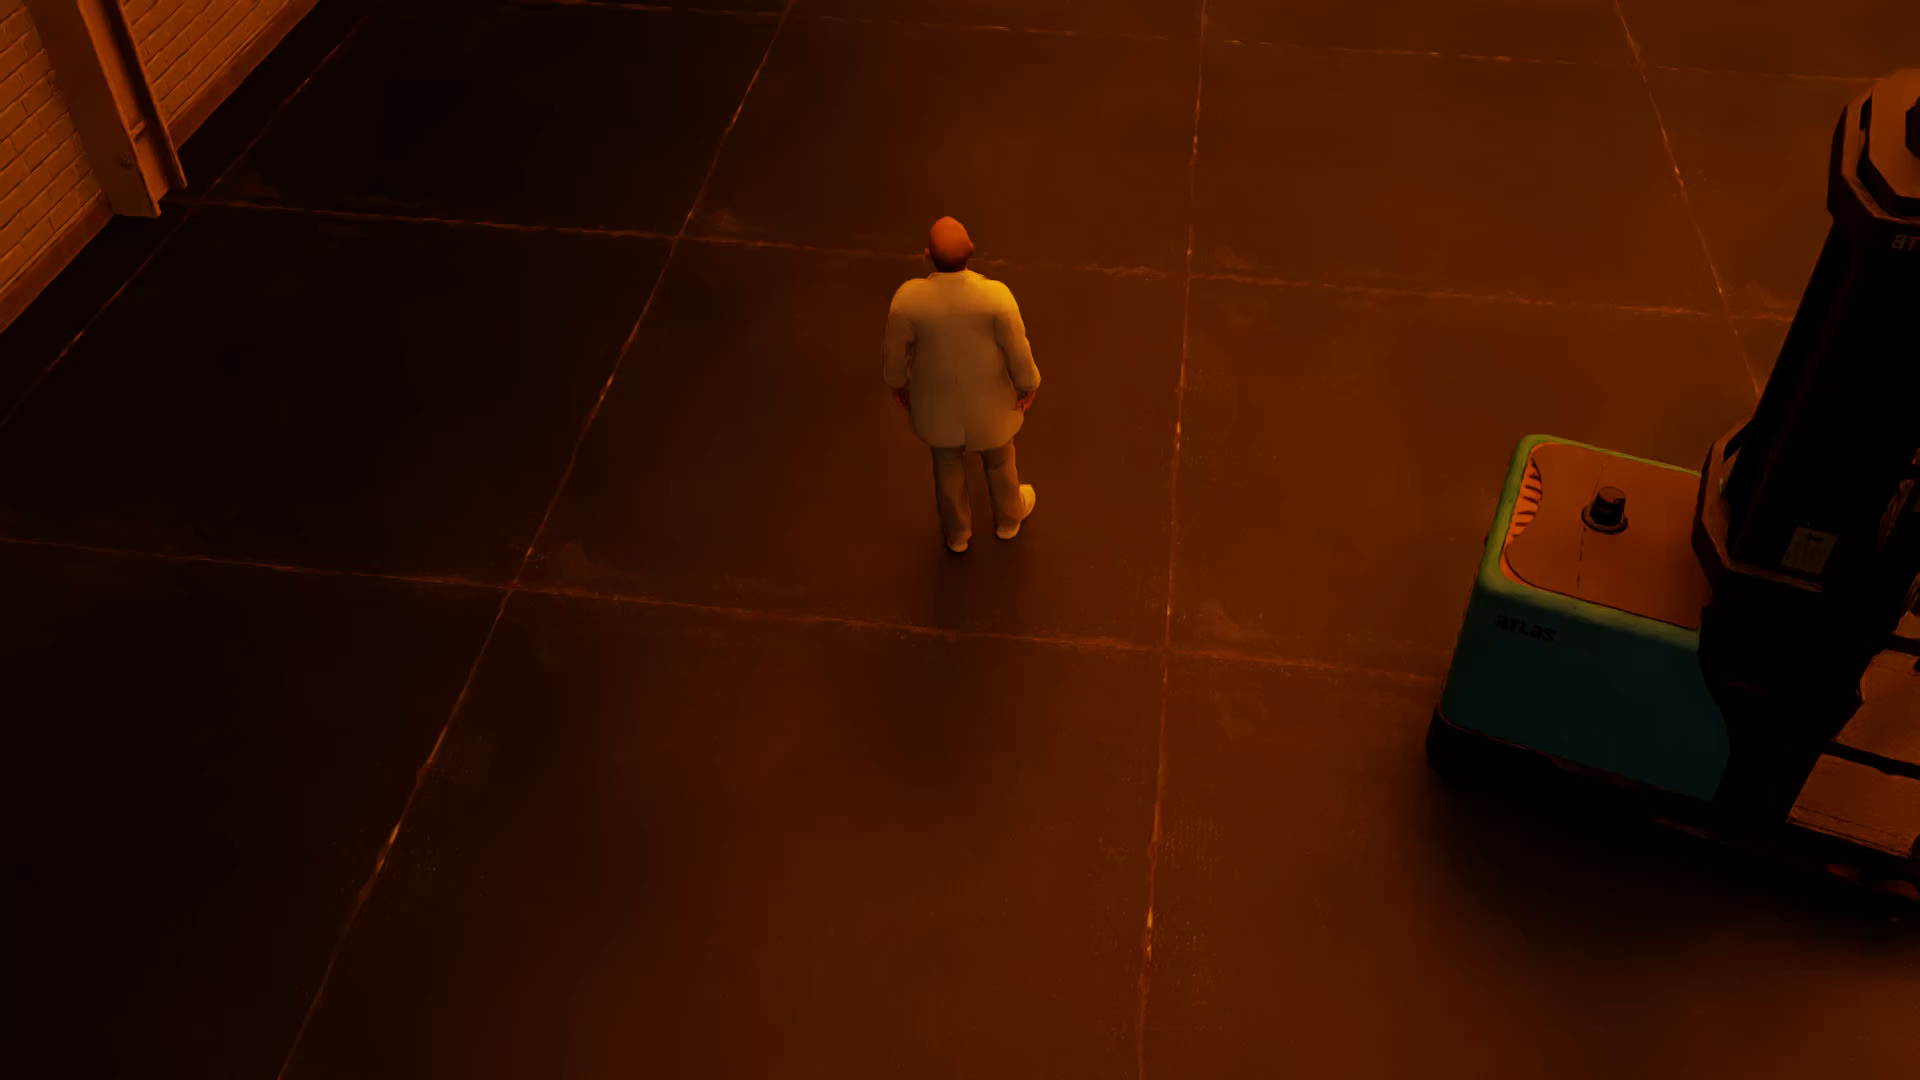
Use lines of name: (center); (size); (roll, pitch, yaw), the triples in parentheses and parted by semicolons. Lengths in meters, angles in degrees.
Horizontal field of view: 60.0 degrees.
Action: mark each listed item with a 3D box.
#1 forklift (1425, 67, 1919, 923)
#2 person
forklift: (3.482, -0.047, 5.776); (3.031, 2.935, 1.130); (16, 45, 17)
person: (0.017, -0.721, 7.350); (0.694, 1.776, 0.579); (5, 43, 6)
